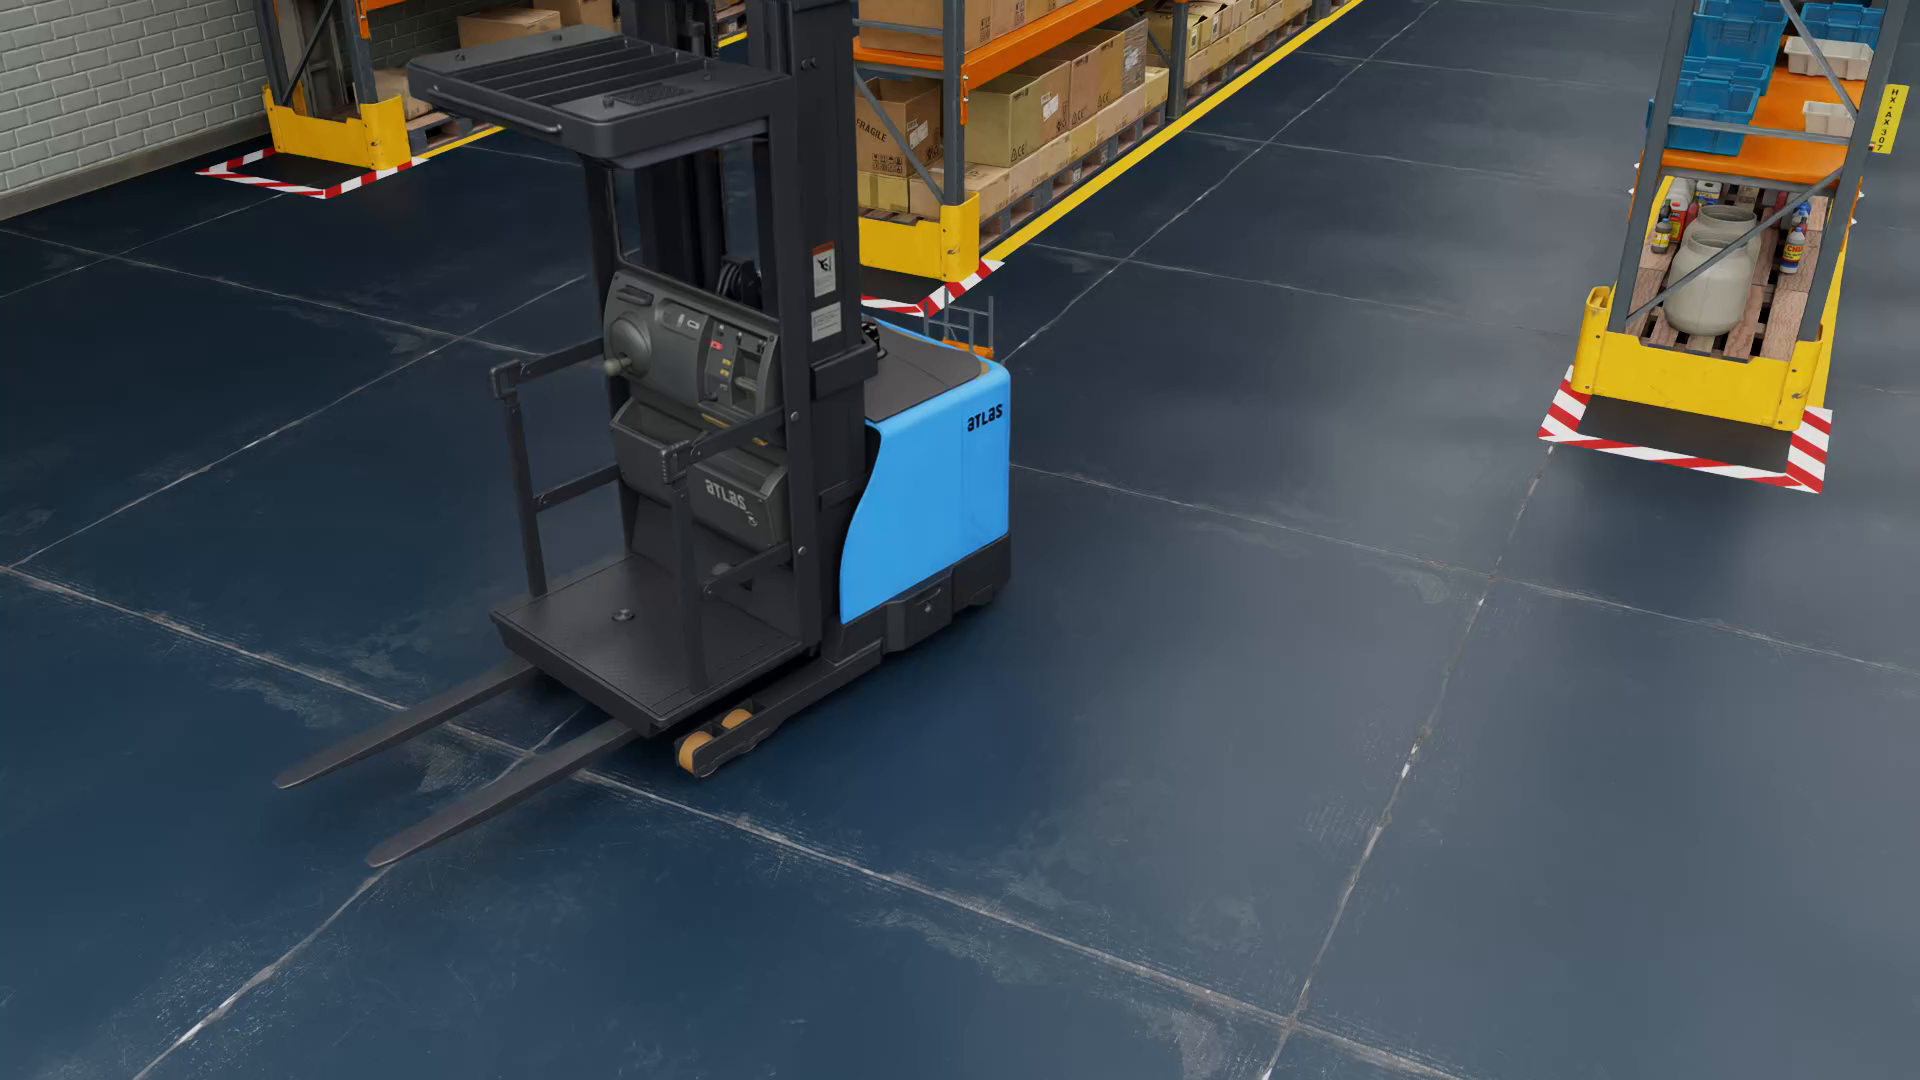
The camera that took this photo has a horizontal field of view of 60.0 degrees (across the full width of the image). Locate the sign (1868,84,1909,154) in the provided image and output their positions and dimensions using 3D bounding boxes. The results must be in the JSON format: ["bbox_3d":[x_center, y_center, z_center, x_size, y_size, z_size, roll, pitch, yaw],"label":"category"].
[{"bbox_3d":[4.453,-2.020,7.977,0.100,0.325,0.005,14,33,23],"label":"sign"}]

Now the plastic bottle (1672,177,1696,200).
[{"bbox_3d":[4.770,-2.306,10.972,0.144,0.351,0.185,14,33,23],"label":"plastic bottle"}]

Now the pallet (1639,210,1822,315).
[{"bbox_3d":[4.889,-1.759,10.602,1.003,0.211,1.213,14,33,23],"label":"pallet"}]

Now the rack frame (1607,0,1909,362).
[{"bbox_3d":[3.965,-2.027,8.267,1.000,3.000,0.127,14,33,23],"label":"rack frame"}]

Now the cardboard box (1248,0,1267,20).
[{"bbox_3d":[2.488,-4.967,15.163,0.500,0.311,0.500,15,33,25],"label":"cardboard box"}]

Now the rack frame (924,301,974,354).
[{"bbox_3d":[-0.048,-0.474,7.371,0.240,1.200,0.006,15,33,24],"label":"rack frame"}]

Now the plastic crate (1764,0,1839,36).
[{"bbox_3d":[5.435,-3.570,11.016,0.767,0.338,0.504,14,33,23],"label":"plastic crate"}]

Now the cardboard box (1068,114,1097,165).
[{"bbox_3d":[0.684,-2.994,12.290,0.500,0.250,0.500,14,33,23],"label":"cardboard box"}]

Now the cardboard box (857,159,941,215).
[{"bbox_3d":[-0.462,-2.446,11.338,0.500,0.250,0.500,14,33,23],"label":"cardboard box"}]

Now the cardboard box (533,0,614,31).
[{"bbox_3d":[-3.469,-4.685,14.965,0.500,0.500,0.500,12,32,20],"label":"cardboard box"}]

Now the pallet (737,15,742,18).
[{"bbox_3d":[-2.124,-5.726,17.510,1.003,0.211,1.213,14,33,23],"label":"pallet"}]

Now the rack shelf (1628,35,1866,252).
[{"bbox_3d":[4.876,-2.601,9.990,1.077,0.370,4.000,14,33,23],"label":"rack shelf"}]

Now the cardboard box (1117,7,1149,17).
[{"bbox_3d":[1.309,-4.403,14.181,0.500,0.311,0.500,14,33,23],"label":"cardboard box"}]

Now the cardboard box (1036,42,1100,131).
[{"bbox_3d":[0.685,-3.319,12.103,0.500,0.500,0.500,14,33,23],"label":"cardboard box"}]

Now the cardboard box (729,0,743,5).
[{"bbox_3d":[-2.521,-5.725,16.775,0.700,0.500,0.500,14,33,22],"label":"cardboard box"}]

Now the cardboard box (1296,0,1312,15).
[{"bbox_3d":[3.179,-5.400,16.480,0.500,0.250,0.500,15,33,24],"label":"cardboard box"}]

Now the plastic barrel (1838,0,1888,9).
[{"bbox_3d":[6.233,-4.120,11.409,0.600,0.901,0.708,14,33,23],"label":"plastic barrel"}]

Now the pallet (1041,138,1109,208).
[{"bbox_3d":[0.425,-2.830,12.466,1.003,0.211,1.213,14,33,23],"label":"pallet"}]

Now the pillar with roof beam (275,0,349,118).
[{"bbox_3d":[-1.473,-6.406,9.868,9.100,9.000,0.400,14,33,23],"label":"pillar with roof beam"}]

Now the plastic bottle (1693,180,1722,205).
[{"bbox_3d":[4.914,-2.251,10.951,0.152,0.276,0.135,14,33,23],"label":"plastic bottle"}]

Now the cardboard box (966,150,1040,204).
[{"bbox_3d":[0.224,-2.551,11.520,0.500,0.250,0.500,14,33,23],"label":"cardboard box"}]

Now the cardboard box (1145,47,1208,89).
[{"bbox_3d":[1.784,-4.038,14.108,0.500,0.250,0.500,13,33,22],"label":"cardboard box"}]

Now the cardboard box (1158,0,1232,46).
[{"bbox_3d":[2.022,-4.506,14.360,0.500,0.311,0.500,14,33,23],"label":"cardboard box"}]

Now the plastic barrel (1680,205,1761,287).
[{"bbox_3d":[4.425,-1.661,9.707,0.421,0.512,0.421,0,30,0],"label":"plastic barrel"}]

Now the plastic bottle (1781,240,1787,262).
[{"bbox_3d":[5.115,-1.783,10.211,0.097,0.201,0.097,0,30,0],"label":"plastic bottle"}]

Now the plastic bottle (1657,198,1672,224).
[{"bbox_3d":[4.448,-2.009,10.522,0.061,0.283,0.133,15,33,24],"label":"plastic bottle"}]

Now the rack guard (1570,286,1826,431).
[{"bbox_3d":[3.958,-0.987,8.967,1.175,0.500,0.348,14,33,23],"label":"rack guard"}]

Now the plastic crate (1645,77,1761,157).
[{"bbox_3d":[3.927,-2.252,8.809,0.499,0.251,0.616,14,33,23],"label":"plastic crate"}]

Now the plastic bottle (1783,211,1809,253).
[{"bbox_3d":[5.224,-1.919,10.378,0.097,0.271,0.097,0,30,0],"label":"plastic bottle"}]

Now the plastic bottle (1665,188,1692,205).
[{"bbox_3d":[4.614,-2.117,10.718,0.152,0.276,0.135,13,32,22],"label":"plastic bottle"}]

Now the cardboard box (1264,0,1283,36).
[{"bbox_3d":[2.716,-4.948,15.694,0.500,0.250,0.500,15,33,24],"label":"cardboard box"}]

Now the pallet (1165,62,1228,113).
[{"bbox_3d":[1.680,-4.051,14.593,1.003,0.211,1.213,14,33,23],"label":"pallet"}]

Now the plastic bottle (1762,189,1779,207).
[{"bbox_3d":[5.520,-2.396,11.204,0.152,0.276,0.135,14,33,23],"label":"plastic bottle"}]

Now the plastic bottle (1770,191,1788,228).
[{"bbox_3d":[5.343,-2.186,10.831,0.061,0.283,0.133,14,33,23],"label":"plastic bottle"}]

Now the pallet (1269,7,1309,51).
[{"bbox_3d":[2.792,-5.133,16.477,1.003,0.211,1.213,14,33,23],"label":"pallet"}]

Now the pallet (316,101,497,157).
[{"bbox_3d":[-4.418,-3.451,13.547,1.003,0.211,1.213,14,33,23],"label":"pallet"}]

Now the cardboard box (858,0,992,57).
[{"bbox_3d":[-0.219,-3.399,10.557,0.700,0.500,0.500,14,33,23],"label":"cardboard box"}]

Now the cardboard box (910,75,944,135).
[{"bbox_3d":[-0.021,-3.219,11.929,0.500,0.500,0.500,14,33,23],"label":"cardboard box"}]

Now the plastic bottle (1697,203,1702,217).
[{"bbox_3d":[4.733,-2.065,10.701,0.097,0.201,0.097,0,30,0],"label":"plastic bottle"}]

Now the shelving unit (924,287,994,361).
[{"bbox_3d":[-0.005,-0.515,7.441,0.258,1.200,0.189,15,33,24],"label":"shelving unit"}]

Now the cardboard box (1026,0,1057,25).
[{"bbox_3d":[0.247,-3.852,11.345,0.700,0.500,0.500,15,33,24],"label":"cardboard box"}]

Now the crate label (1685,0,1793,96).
[{"bbox_3d":[4.563,-2.919,9.786,0.502,0.435,0.616,14,33,23],"label":"crate label"}]

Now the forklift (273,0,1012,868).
[{"bbox_3d":[-1.142,-0.674,5.980,1.130,2.935,3.031,25,38,36],"label":"forklift"}]

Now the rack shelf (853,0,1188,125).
[{"bbox_3d":[0.468,-3.727,11.950,1.077,0.370,4.000,14,33,23],"label":"rack shelf"}]

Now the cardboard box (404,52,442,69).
[{"bbox_3d":[-4.199,-3.838,13.679,0.500,0.311,0.500,17,34,27],"label":"cardboard box"}]

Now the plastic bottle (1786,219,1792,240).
[{"bbox_3d":[5.315,-1.977,10.549,0.097,0.201,0.097,0,30,0],"label":"plastic bottle"}]

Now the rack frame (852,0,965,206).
[{"bbox_3d":[-0.443,-3.152,10.227,1.000,3.000,0.127,14,33,23],"label":"rack frame"}]

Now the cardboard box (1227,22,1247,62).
[{"bbox_3d":[2.251,-4.494,14.903,0.500,0.250,0.500,13,32,22],"label":"cardboard box"}]

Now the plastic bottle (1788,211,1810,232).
[{"bbox_3d":[5.409,-2.068,10.708,0.097,0.201,0.097,0,30,0],"label":"plastic bottle"}]

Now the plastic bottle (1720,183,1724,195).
[{"bbox_3d":[5.178,-2.546,11.389,0.144,0.351,0.185,14,33,23],"label":"plastic bottle"}]

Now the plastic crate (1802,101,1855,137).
[{"bbox_3d":[4.659,-2.236,8.896,0.298,0.136,0.250,14,33,23],"label":"plastic crate"}]

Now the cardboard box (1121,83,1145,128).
[{"bbox_3d":[1.126,-3.440,13.068,0.500,0.250,0.500,14,33,23],"label":"cardboard box"}]

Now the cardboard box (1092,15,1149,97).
[{"bbox_3d":[1.124,-3.766,12.882,0.500,0.500,0.500,14,33,23],"label":"cardboard box"}]

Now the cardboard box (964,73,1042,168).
[{"bbox_3d":[0.225,-2.876,11.333,0.500,0.500,0.500,14,33,23],"label":"cardboard box"}]

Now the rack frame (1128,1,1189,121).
[{"bbox_3d":[1.379,-4.925,13.315,1.000,3.000,0.127,14,33,23],"label":"rack frame"}]
